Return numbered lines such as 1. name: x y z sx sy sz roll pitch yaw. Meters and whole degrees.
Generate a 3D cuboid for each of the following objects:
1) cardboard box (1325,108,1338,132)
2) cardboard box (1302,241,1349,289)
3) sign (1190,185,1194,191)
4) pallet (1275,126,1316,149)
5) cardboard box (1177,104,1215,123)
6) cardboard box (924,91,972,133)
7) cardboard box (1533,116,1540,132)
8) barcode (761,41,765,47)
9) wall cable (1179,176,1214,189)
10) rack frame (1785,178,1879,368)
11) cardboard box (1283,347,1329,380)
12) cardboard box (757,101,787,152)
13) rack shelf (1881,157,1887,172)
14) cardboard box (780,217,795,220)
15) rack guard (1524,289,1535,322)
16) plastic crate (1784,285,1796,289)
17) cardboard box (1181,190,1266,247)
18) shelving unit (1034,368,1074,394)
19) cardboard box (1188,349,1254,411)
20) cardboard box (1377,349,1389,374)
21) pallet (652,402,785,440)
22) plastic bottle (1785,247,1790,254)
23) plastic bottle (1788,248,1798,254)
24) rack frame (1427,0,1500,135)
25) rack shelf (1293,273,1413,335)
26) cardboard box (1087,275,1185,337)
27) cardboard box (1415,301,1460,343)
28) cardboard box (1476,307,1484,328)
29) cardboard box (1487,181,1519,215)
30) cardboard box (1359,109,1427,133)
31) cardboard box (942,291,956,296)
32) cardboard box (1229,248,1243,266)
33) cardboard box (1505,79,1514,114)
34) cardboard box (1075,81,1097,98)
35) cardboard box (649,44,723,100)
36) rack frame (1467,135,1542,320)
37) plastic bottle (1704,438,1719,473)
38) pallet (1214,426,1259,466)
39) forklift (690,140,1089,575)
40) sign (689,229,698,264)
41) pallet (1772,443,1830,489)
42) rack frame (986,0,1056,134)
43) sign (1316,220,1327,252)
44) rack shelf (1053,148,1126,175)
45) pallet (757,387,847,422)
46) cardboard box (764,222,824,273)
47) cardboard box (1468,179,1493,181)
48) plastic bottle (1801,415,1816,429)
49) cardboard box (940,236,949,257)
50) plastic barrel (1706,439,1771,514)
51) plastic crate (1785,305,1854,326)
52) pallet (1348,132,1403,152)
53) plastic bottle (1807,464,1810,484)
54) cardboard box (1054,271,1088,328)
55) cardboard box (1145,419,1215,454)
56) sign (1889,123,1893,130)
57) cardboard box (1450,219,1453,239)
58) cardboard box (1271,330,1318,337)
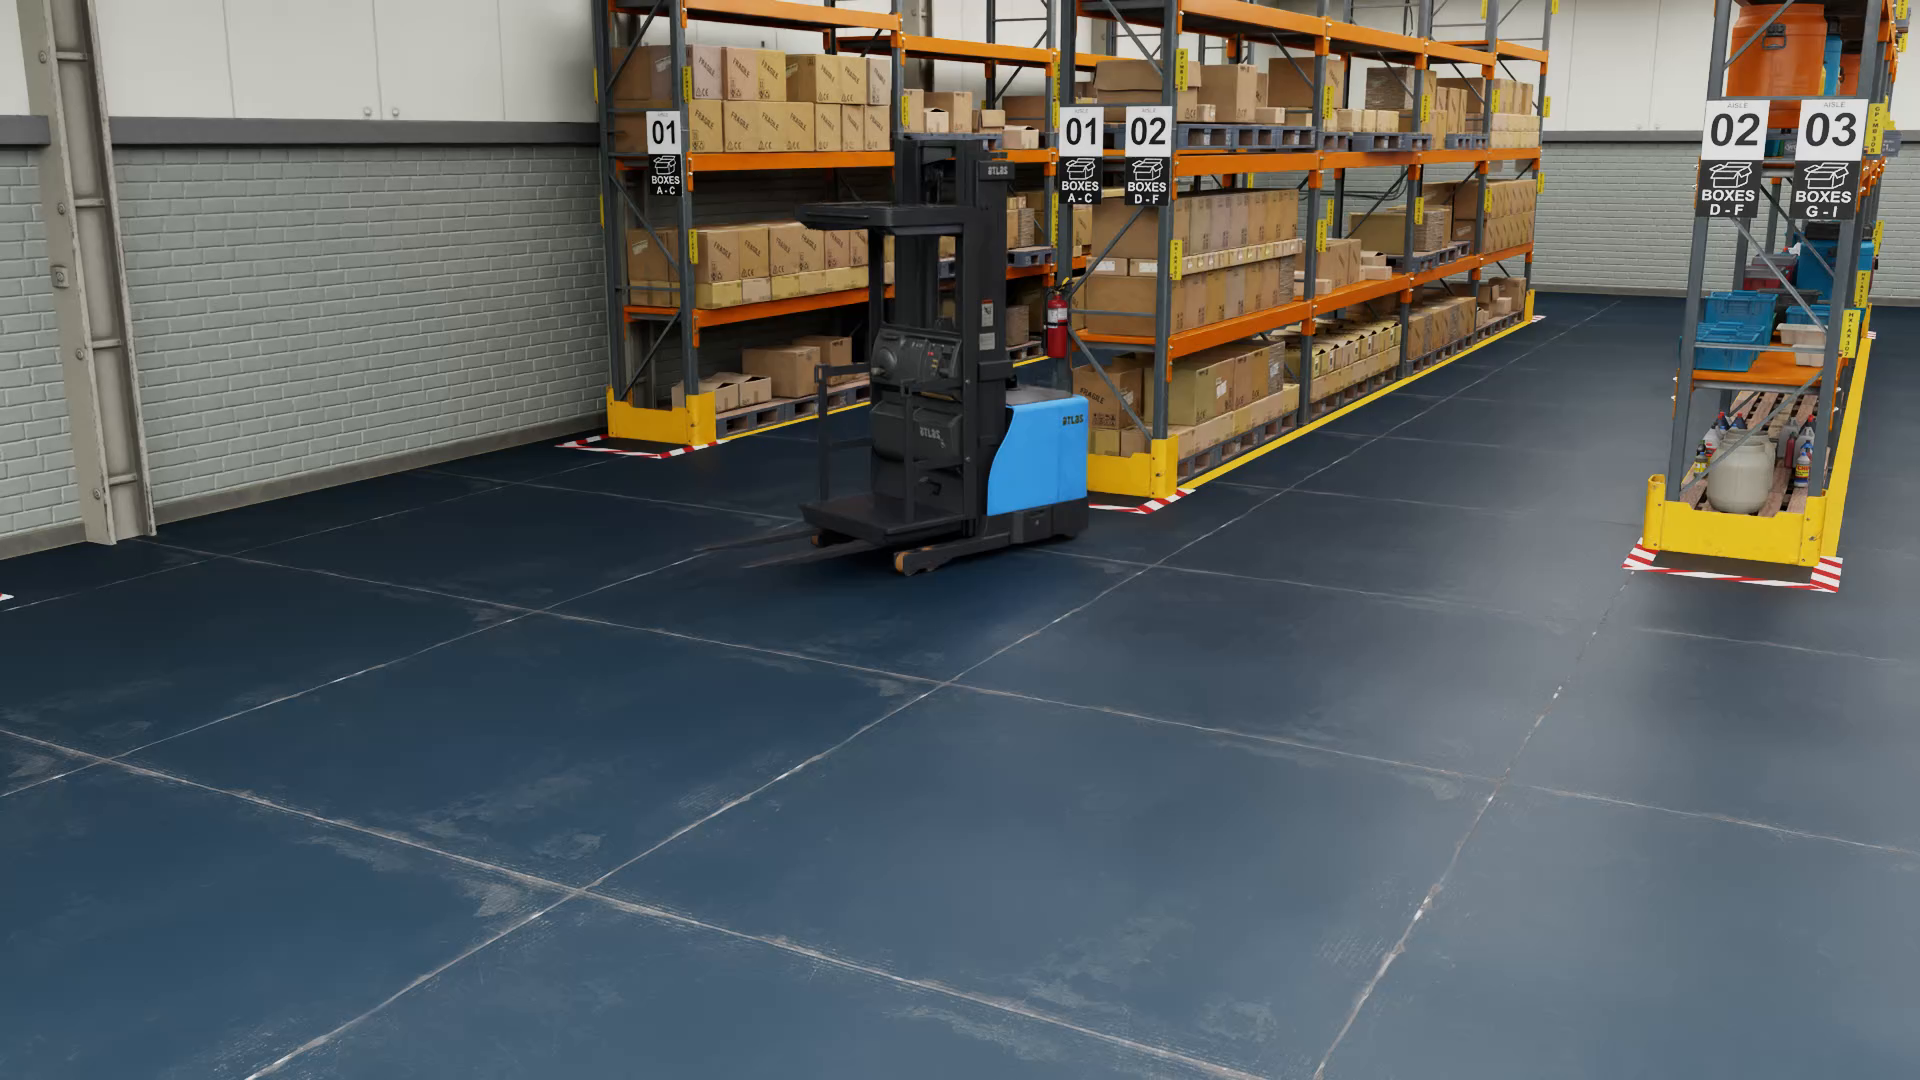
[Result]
1. cardboard box: 3.795 -4.555 18.052 0.500 0.250 0.500 6 15 23
2. cardboard box: 4.108 -3.143 18.956 0.500 0.500 0.500 7 15 28
3. sign: 4.206 -6.273 30.139 0.100 0.325 0.005 7 15 28
4. pallet: 2.836 -3.965 16.368 1.003 0.211 1.213 7 15 28
5. cardboard box: 2.015 -3.737 14.574 0.380 0.149 0.250 7 15 28
6. cardboard box: -0.182 -5.355 20.837 0.500 0.500 0.500 7 15 26
7. cardboard box: 9.002 -6.684 26.709 0.500 0.250 0.500 7 15 28
8. barcode: -2.161 -5.433 18.217 0.001 0.075 0.075 7 15 28
9. wall cable: 4.480 -6.614 31.399 0.084 1.984 1.851 7 15 28
10. rack frame: 11.428 -3.807 21.924 1.000 3.000 0.127 7 15 28
11. cardboard box: 3.644 -1.924 17.889 0.500 0.311 0.500 7 15 28
12. cardboard box: -2.127 -4.237 17.053 0.500 0.500 0.500 8 16 31
13. rack shelf: 12.395 -5.326 23.359 1.077 0.370 4.000 7 15 28
14. cardboard box: -1.776 -3.411 18.959 0.500 0.500 0.500 7 15 28
15. rack guard: 8.990 -3.959 27.887 1.175 0.500 0.348 7 15 28
16. plastic crate: 8.155 -2.452 16.755 0.450 0.188 0.662 7 15 28
17. cardboard box: 2.531 -3.109 16.046 0.700 0.500 0.500 7 15 28
18. shelving unit: 0.727 -0.729 12.998 0.189 1.200 0.258 -11 18 -39
19. cardboard box: 2.474 -1.531 15.855 0.500 0.500 0.500 7 15 28
20. cardboard box: 4.873 -2.174 20.121 0.500 0.250 0.500 7 15 27
21. pallet: -2.585 -1.290 17.434 1.003 0.211 1.213 7 15 28
22. plastic bottle: 10.136 -3.421 20.430 0.144 0.351 0.185 7 15 28
23. plastic bottle: 10.694 -3.620 21.412 0.152 0.276 0.135 7 15 28
24. rack frame: 7.093 -7.285 23.552 1.000 3.000 0.127 7 15 28
25. rack shelf: 4.193 -2.788 19.233 1.077 0.370 4.000 7 15 28
26. cardboard box: 1.529 -2.050 14.422 0.700 0.500 0.500 7 15 28
27. cardboard box: 6.617 -3.031 23.099 0.500 0.500 0.500 8 16 29
28. cardboard box: 7.486 -3.337 24.774 0.500 0.311 0.500 7 15 28
29. cardboard box: 8.314 -5.286 25.711 0.500 0.500 0.500 8 16 30
30. cardboard box: 5.341 -5.148 20.875 0.910 0.500 0.500 7 15 28
31. cardboard box: -0.056 -3.102 21.796 0.500 0.250 0.500 7 15 28
32. cardboard box: 2.414 -2.642 15.496 0.380 0.149 0.250 8 15 29
33. cardboard box: 7.897 -6.656 24.994 0.700 0.500 0.500 7 15 28
34. cardboard box: 1.961 -6.734 24.913 0.500 0.250 0.500 7 15 26
35. cardboard box: -2.647 -4.522 16.099 0.500 0.500 0.500 6 15 24
36. rack frame: 9.027 -5.189 27.659 1.000 3.000 0.127 7 15 28
37. plastic bottle: 6.277 -0.710 13.950 0.152 0.276 0.135 8 15 28
38. pallet: 2.216 -0.962 16.074 1.003 0.211 1.213 7 15 28
39. forklift: -0.473 -1.318 11.747 3.031 2.935 1.130 -11 18 -39
40. sign: -2.571 -2.827 16.011 0.100 0.325 0.005 7 15 28
41. pallet: 7.199 -0.677 14.891 1.003 0.211 1.213 7 15 28
42. rack frame: 0.822 -7.025 22.473 1.000 3.000 0.127 7 15 28
43. sign: 3.713 -3.124 17.077 0.100 0.325 0.005 7 15 28
44. rack shelf: 1.788 -5.627 24.611 1.077 0.370 4.000 7 15 28
45. pallet: -1.995 -1.539 18.468 1.003 0.211 1.213 7 15 28
46. cardboard box: -1.810 -3.145 17.858 0.500 0.500 0.500 8 16 30
47. cardboard box: 8.336 -5.555 26.828 0.500 0.500 0.500 8 15 29
48. plastic bottle: 7.501 -0.927 14.691 0.144 0.351 0.185 7 15 27
49. cardboard box: -0.560 -3.765 20.598 0.700 0.500 0.500 9 16 34
50. plastic barrel: 5.878 -0.483 12.550 0.421 0.512 0.421 0 14 0
51. plastic crate: 7.263 -1.835 14.064 0.499 0.251 0.616 7 15 28
52. pallet: 4.372 -4.535 18.949 1.003 0.211 1.213 8 16 31
53. plastic bottle: 6.826 -0.556 13.473 0.097 0.201 0.097 0 14 0
54. cardboard box: 1.721 -3.583 24.685 0.750 0.750 0.750 7 15 28
55. cardboard box: 1.985 -0.962 15.095 0.500 0.250 0.500 7 15 28
56. sign: 9.979 -4.333 17.928 0.100 0.325 0.005 7 15 28
57. cardboard box: 7.110 -4.549 24.789 0.500 0.500 0.500 8 16 29
58. cardboard box: 3.906 -2.295 19.429 0.500 0.311 0.500 7 15 27
